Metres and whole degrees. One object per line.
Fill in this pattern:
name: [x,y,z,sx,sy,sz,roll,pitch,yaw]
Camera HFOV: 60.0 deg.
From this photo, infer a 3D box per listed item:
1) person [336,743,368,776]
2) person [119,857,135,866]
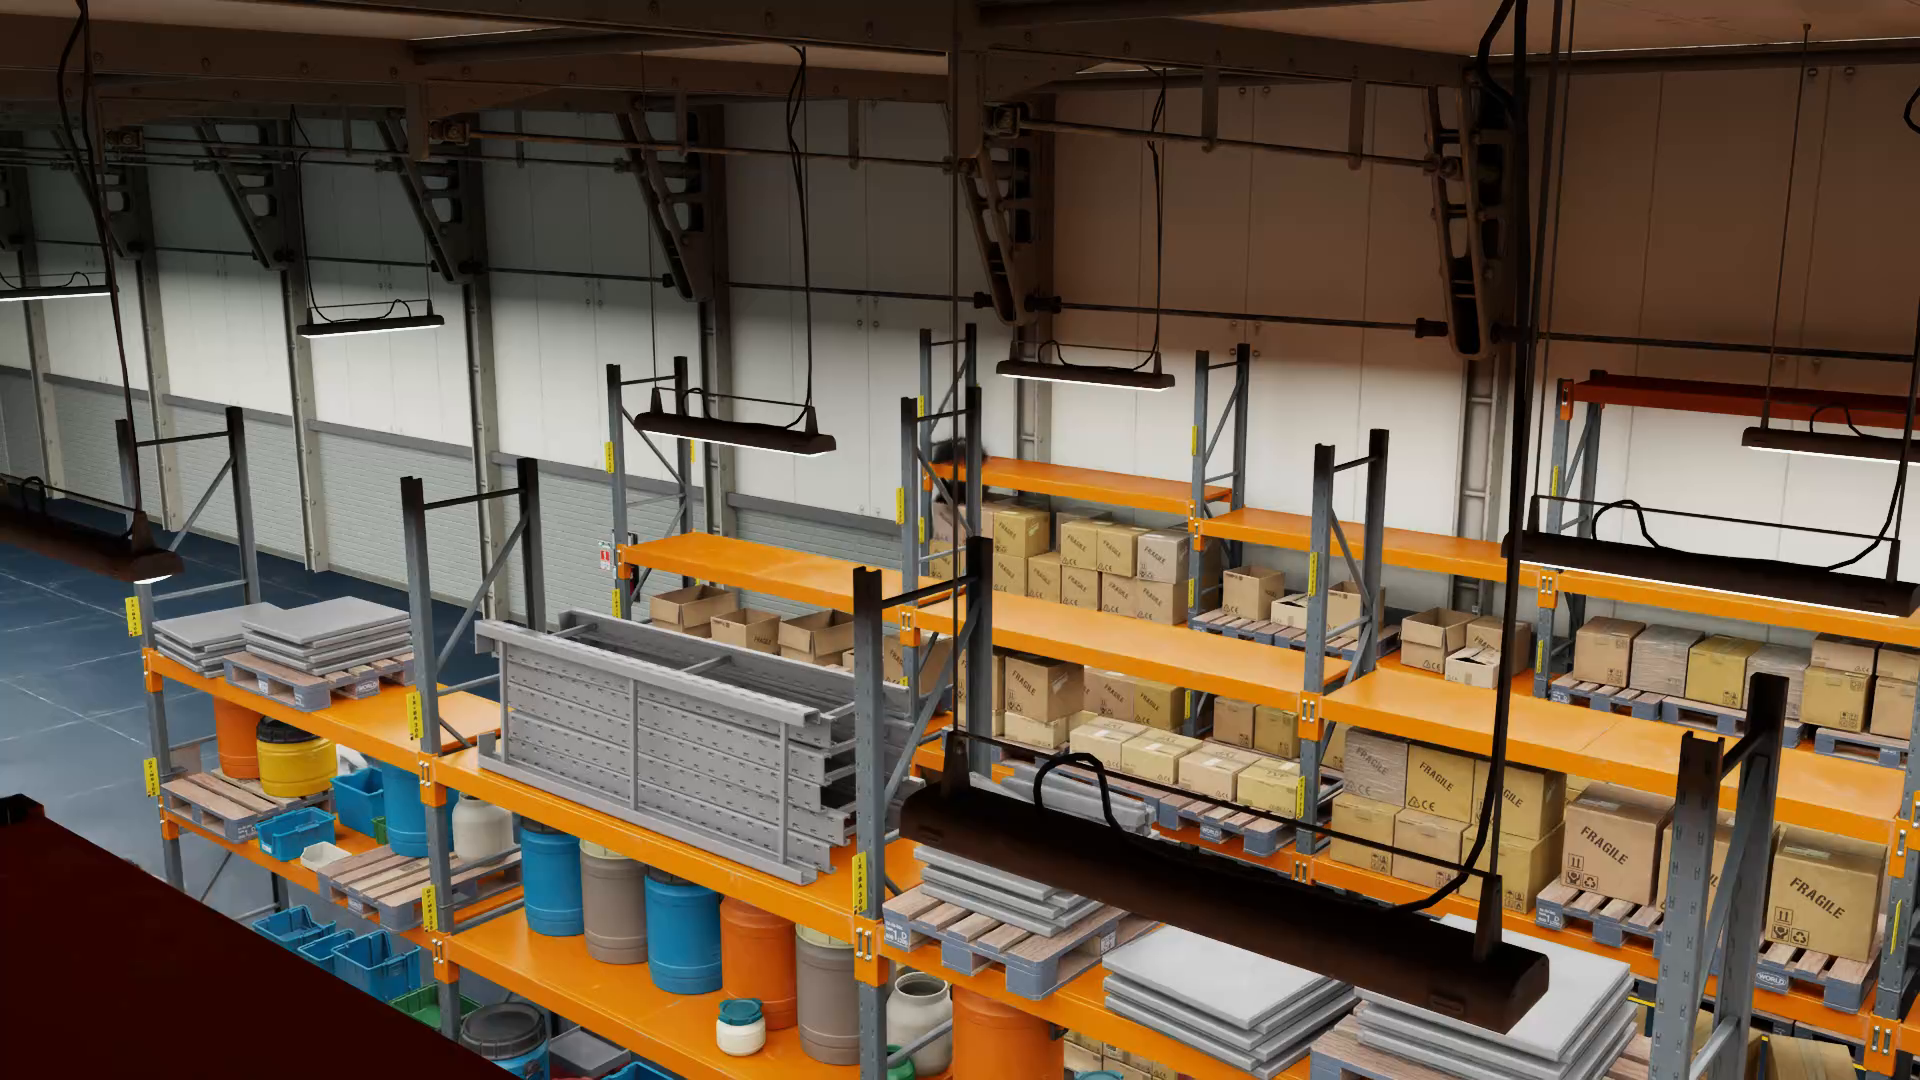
person: [-7.143,2.971,19.143,0.840,1.843,0.709,-6,14,-27]
person: [-7.718,3.789,15.686,0.789,1.709,0.570,-3,13,-15]
